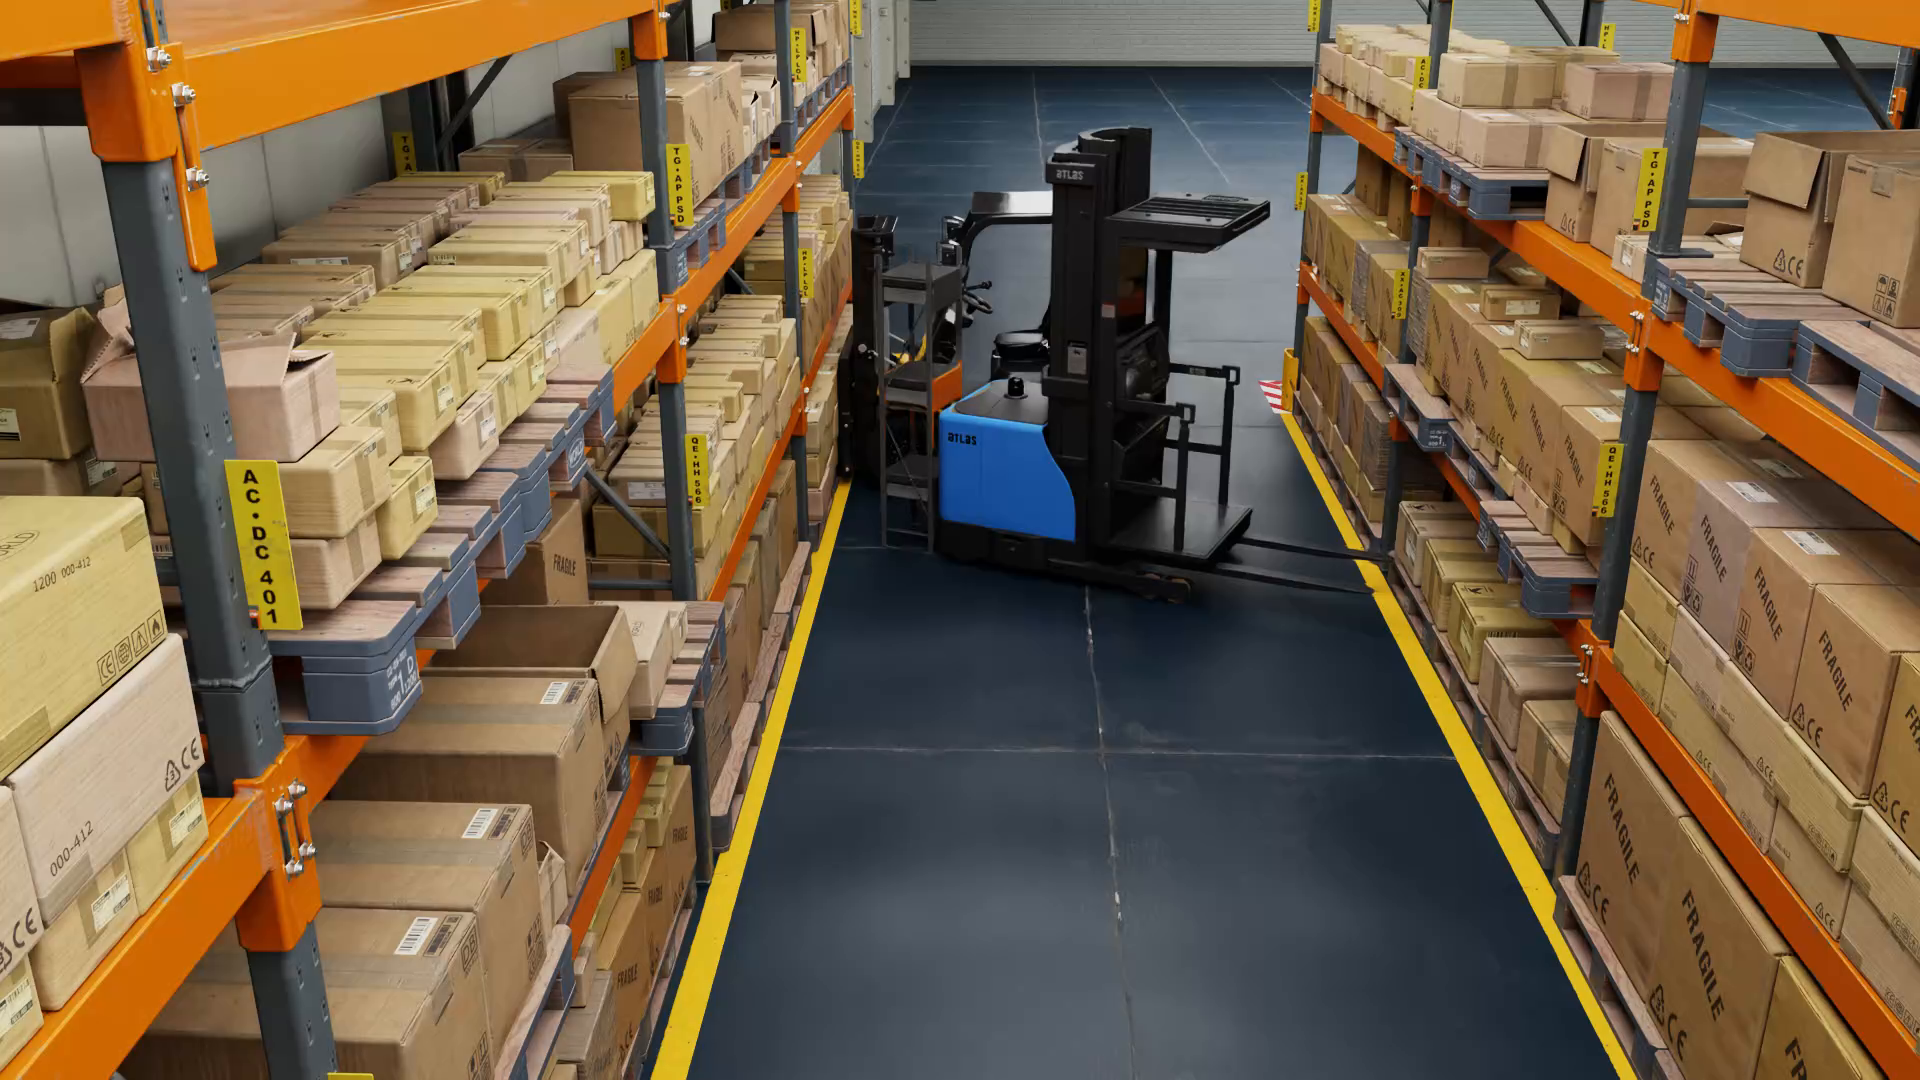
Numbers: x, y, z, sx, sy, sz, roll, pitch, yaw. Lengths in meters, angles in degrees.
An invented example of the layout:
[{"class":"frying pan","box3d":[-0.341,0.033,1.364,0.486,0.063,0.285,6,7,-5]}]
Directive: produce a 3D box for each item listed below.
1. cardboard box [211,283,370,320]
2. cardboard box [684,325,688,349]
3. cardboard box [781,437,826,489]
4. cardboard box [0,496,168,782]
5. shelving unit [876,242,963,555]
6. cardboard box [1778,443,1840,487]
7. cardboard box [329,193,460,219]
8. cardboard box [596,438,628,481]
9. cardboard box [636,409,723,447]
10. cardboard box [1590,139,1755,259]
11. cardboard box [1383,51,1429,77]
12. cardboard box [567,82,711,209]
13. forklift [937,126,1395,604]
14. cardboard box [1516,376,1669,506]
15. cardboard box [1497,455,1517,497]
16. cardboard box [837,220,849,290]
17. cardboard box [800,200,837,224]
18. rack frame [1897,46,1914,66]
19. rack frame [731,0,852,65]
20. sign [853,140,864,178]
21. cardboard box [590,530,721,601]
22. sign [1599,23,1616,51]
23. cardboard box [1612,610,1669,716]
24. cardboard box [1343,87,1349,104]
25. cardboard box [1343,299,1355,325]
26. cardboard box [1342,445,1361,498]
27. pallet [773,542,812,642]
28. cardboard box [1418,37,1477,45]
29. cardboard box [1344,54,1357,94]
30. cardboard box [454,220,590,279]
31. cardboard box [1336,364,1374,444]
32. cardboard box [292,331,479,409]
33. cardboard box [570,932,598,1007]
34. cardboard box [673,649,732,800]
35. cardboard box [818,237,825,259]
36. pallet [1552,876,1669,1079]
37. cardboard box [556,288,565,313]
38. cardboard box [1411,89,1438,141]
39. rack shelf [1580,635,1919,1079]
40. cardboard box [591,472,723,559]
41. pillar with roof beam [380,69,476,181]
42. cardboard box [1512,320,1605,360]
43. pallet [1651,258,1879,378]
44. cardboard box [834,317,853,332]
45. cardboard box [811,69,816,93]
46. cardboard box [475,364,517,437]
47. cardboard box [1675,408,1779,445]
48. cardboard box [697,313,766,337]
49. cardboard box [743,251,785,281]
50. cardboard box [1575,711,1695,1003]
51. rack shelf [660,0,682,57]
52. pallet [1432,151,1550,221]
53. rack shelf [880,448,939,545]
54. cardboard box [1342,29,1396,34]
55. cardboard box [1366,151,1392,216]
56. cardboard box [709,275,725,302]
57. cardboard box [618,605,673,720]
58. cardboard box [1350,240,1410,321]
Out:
[{"class":"cardboard box","box3d":[-1.814,-0.591,4.476,0.380,0.149,0.250,1,21,2]},{"class":"cardboard box","box3d":[-1.835,-1.190,9.913,0.380,0.149,0.250,0,21,1]},{"class":"cardboard box","box3d":[-1.231,-0.563,11.863,0.500,0.250,0.500,1,21,1]},{"class":"cardboard box","box3d":[-1.572,0.133,2.498,0.500,0.250,0.500,1,21,2]},{"class":"shelving unit","box3d":[-0.274,-0.984,11.662,0.431,2.100,0.503,9,23,23]},{"class":"cardboard box","box3d":[3.531,-0.068,6.537,0.500,0.500,0.500,0,21,0]},{"class":"cardboard box","box3d":[-2.006,-1.141,5.921,0.380,0.149,0.250,1,21,1]},{"class":"cardboard box","box3d":[-1.926,-0.312,8.202,0.500,0.250,0.500,1,21,2]},{"class":"cardboard box","box3d":[-1.387,-0.544,8.249,0.380,0.149,0.250,1,21,2]},{"class":"cardboard box","box3d":[3.325,-1.533,7.548,0.700,0.500,0.500,1,21,2]},{"class":"cardboard box","box3d":[3.104,-3.245,11.343,0.380,0.149,0.250,1,21,3]},{"class":"cardboard box","box3d":[-1.410,-1.745,7.376,0.500,0.500,0.500,1,21,2]},{"class":"forklift","box3d":[1.395,-1.164,10.976,3.031,2.935,1.130,10,23,24]},{"class":"cardboard box","box3d":[3.026,-0.481,7.991,0.500,0.500,0.500,0,21,1]},{"class":"cardboard box","box3d":[2.969,-0.325,8.486,0.380,0.149,0.250,1,21,3]},{"class":"cardboard box","box3d":[-1.210,-2.369,13.850,0.500,0.500,0.500,1,21,3]},{"class":"cardboard box","box3d":[-1.171,-2.584,13.096,0.380,0.149,0.250,1,21,3]},{"class":"rack frame","box3d":[8.480,-5.417,13.549,1.000,3.000,0.127,1,21,2]},{"class":"rack frame","box3d":[-1.432,-5.488,13.732,1.000,3.000,0.127,1,21,2]},{"class":"sign","box3d":[-0.891,-3.330,14.537,0.100,0.325,0.005,1,21,2]},{"class":"cardboard box","box3d":[-1.418,0.114,7.796,0.500,0.250,0.500,1,21,2]},{"class":"sign","box3d":[3.962,-3.010,10.233,0.100,0.325,0.005,1,21,2]},{"class":"cardboard box","box3d":[3.019,0.499,6.804,0.500,0.250,0.500,0,21,1]},{"class":"cardboard box","box3d":[3.251,-3.522,13.159,0.380,0.149,0.250,1,21,1]},{"class":"cardboard box","box3d":[3.149,-1.747,12.732,0.380,0.149,0.250,1,21,2]},{"class":"cardboard box","box3d":[3.163,-0.515,12.429,0.500,0.250,0.500,0,21,0]},{"class":"pallet","box3d":[-1.538,0.322,10.907,1.003,0.211,1.213,1,21,2]},{"class":"cardboard box","box3d":[3.670,-3.706,12.532,0.380,0.149,0.250,0,21,0]},{"class":"cardboard box","box3d":[3.231,-3.557,12.699,0.500,0.250,0.500,1,21,3]},{"class":"cardboard box","box3d":[-1.425,-0.946,5.419,0.380,0.149,0.250,0,21,0]},{"class":"cardboard box","box3d":[3.185,-1.040,12.747,0.500,0.500,0.500,2,21,4]},{"class":"cardboard box","box3d":[-1.381,-0.400,3.983,0.380,0.149,0.250,0,21,1]},{"class":"cardboard box","box3d":[-1.506,1.529,5.919,0.380,0.149,0.250,0,21,-1]},{"class":"cardboard box","box3d":[-1.643,0.888,8.297,0.875,0.625,0.625,1,21,3]},{"class":"cardboard box","box3d":[-1.214,-2.169,12.436,0.380,0.149,0.250,0,21,0]},{"class":"pallet","box3d":[3.186,1.839,6.997,1.003,0.211,1.213,1,21,2]},{"class":"cardboard box","box3d":[-1.528,-0.814,5.489,0.380,0.149,0.250,1,21,2]},{"class":"cardboard box","box3d":[2.989,-2.509,9.828,0.500,0.250,0.500,0,21,0]},{"class":"rack shelf","box3d":[3.225,1.313,5.492,1.077,0.370,4.000,1,21,2]},{"class":"cardboard box","box3d":[-1.393,-0.119,7.705,0.500,0.250,0.500,1,21,2]},{"class":"pillar with roof beam","box3d":[1.766,-3.029,7.396,9.100,9.000,0.400,1,21,2]},{"class":"cardboard box","box3d":[3.054,-1.023,8.493,0.380,0.149,0.250,0,21,-1]},{"class":"pallet","box3d":[3.319,-0.822,6.116,1.213,0.211,1.003,2,21,4]},{"class":"cardboard box","box3d":[-1.144,-1.716,14.144,0.500,0.250,0.500,1,21,3]},{"class":"cardboard box","box3d":[-1.214,-3.205,11.625,0.380,0.149,0.250,1,21,3]},{"class":"cardboard box","box3d":[-1.362,-0.349,4.263,0.380,0.149,0.250,0,21,1]},{"class":"cardboard box","box3d":[3.531,-0.286,7.490,0.500,0.500,0.500,0,21,0]},{"class":"cardboard box","box3d":[-1.392,-1.286,10.163,0.380,0.149,0.250,1,21,2]},{"class":"cardboard box","box3d":[-1.248,-1.844,11.189,0.380,0.149,0.250,1,21,3]},{"class":"cardboard box","box3d":[3.182,1.298,6.893,0.875,0.875,0.875,0,21,1]},{"class":"rack shelf","box3d":[-1.615,-2.797,8.344,1.077,0.370,4.000,1,21,2]},{"class":"pallet","box3d":[3.254,-1.905,8.905,1.213,0.211,1.003,1,21,2]},{"class":"rack shelf","box3d":[-0.274,-0.318,11.920,0.431,0.518,0.480,9,23,23]},{"class":"cardboard box","box3d":[3.253,-3.983,13.247,0.380,0.149,0.250,1,21,2]},{"class":"cardboard box","box3d":[3.709,-2.919,13.474,0.700,0.500,0.500,1,21,2]},{"class":"cardboard box","box3d":[-1.801,-1.713,11.262,0.380,0.149,0.250,1,21,1]},{"class":"cardboard box","box3d":[-1.384,0.461,6.322,0.500,0.250,0.500,0,21,-1]},{"class":"cardboard box","box3d":[3.192,-1.914,12.266,0.500,0.500,0.500,1,21,3]}]
